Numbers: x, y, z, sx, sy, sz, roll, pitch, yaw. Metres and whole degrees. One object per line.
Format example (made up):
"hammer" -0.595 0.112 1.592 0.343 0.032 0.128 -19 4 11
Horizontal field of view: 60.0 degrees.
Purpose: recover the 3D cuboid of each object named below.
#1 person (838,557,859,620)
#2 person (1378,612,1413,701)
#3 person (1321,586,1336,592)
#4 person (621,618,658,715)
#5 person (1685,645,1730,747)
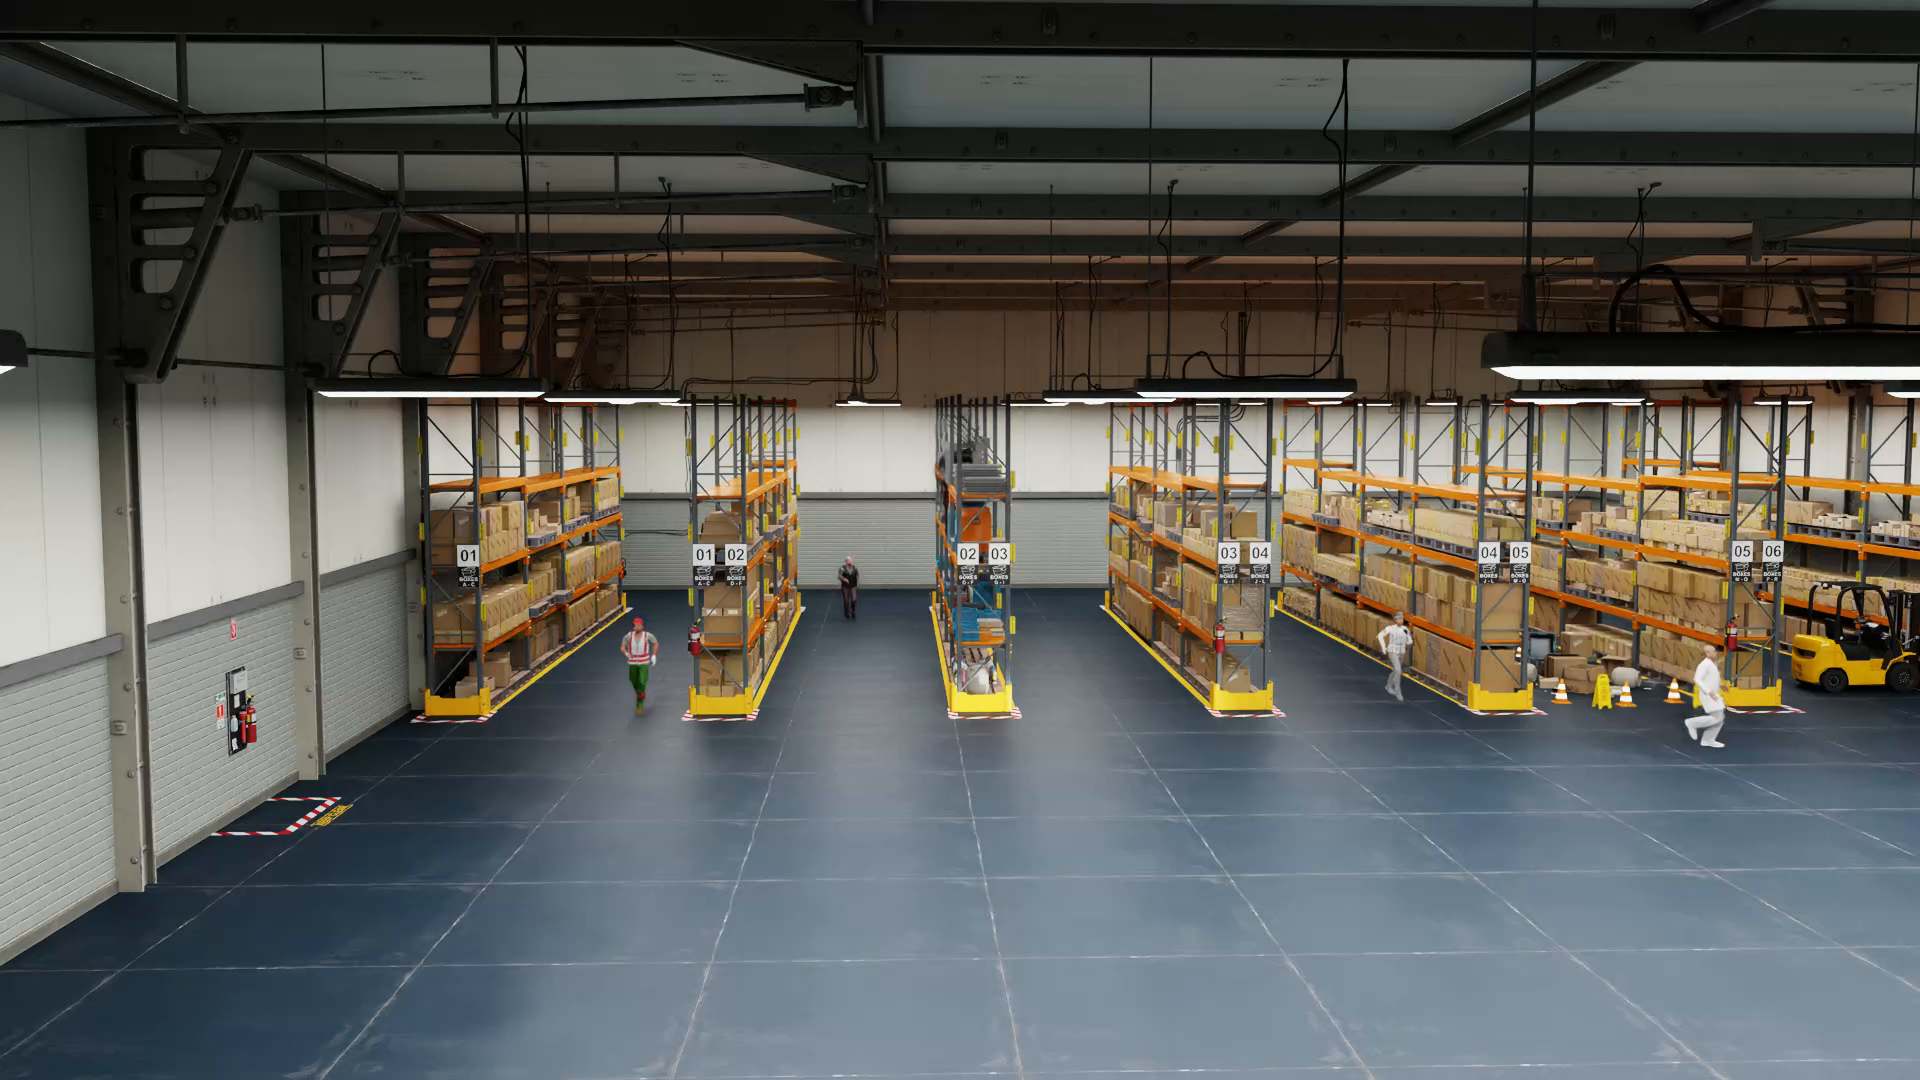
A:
"person" -3.023 1.315 45.276 0.611 1.735 0.738 -1 5 -11
"person" 8.658 2.277 32.958 0.584 1.738 0.738 -2 5 -20
"person" 10.961 1.002 49.508 0.780 1.639 0.567 -1 5 -16
"person" -6.104 2.360 31.552 0.670 1.785 0.911 0 4 -1
"person" 12.677 2.684 28.200 0.643 1.641 0.724 3 6 37
